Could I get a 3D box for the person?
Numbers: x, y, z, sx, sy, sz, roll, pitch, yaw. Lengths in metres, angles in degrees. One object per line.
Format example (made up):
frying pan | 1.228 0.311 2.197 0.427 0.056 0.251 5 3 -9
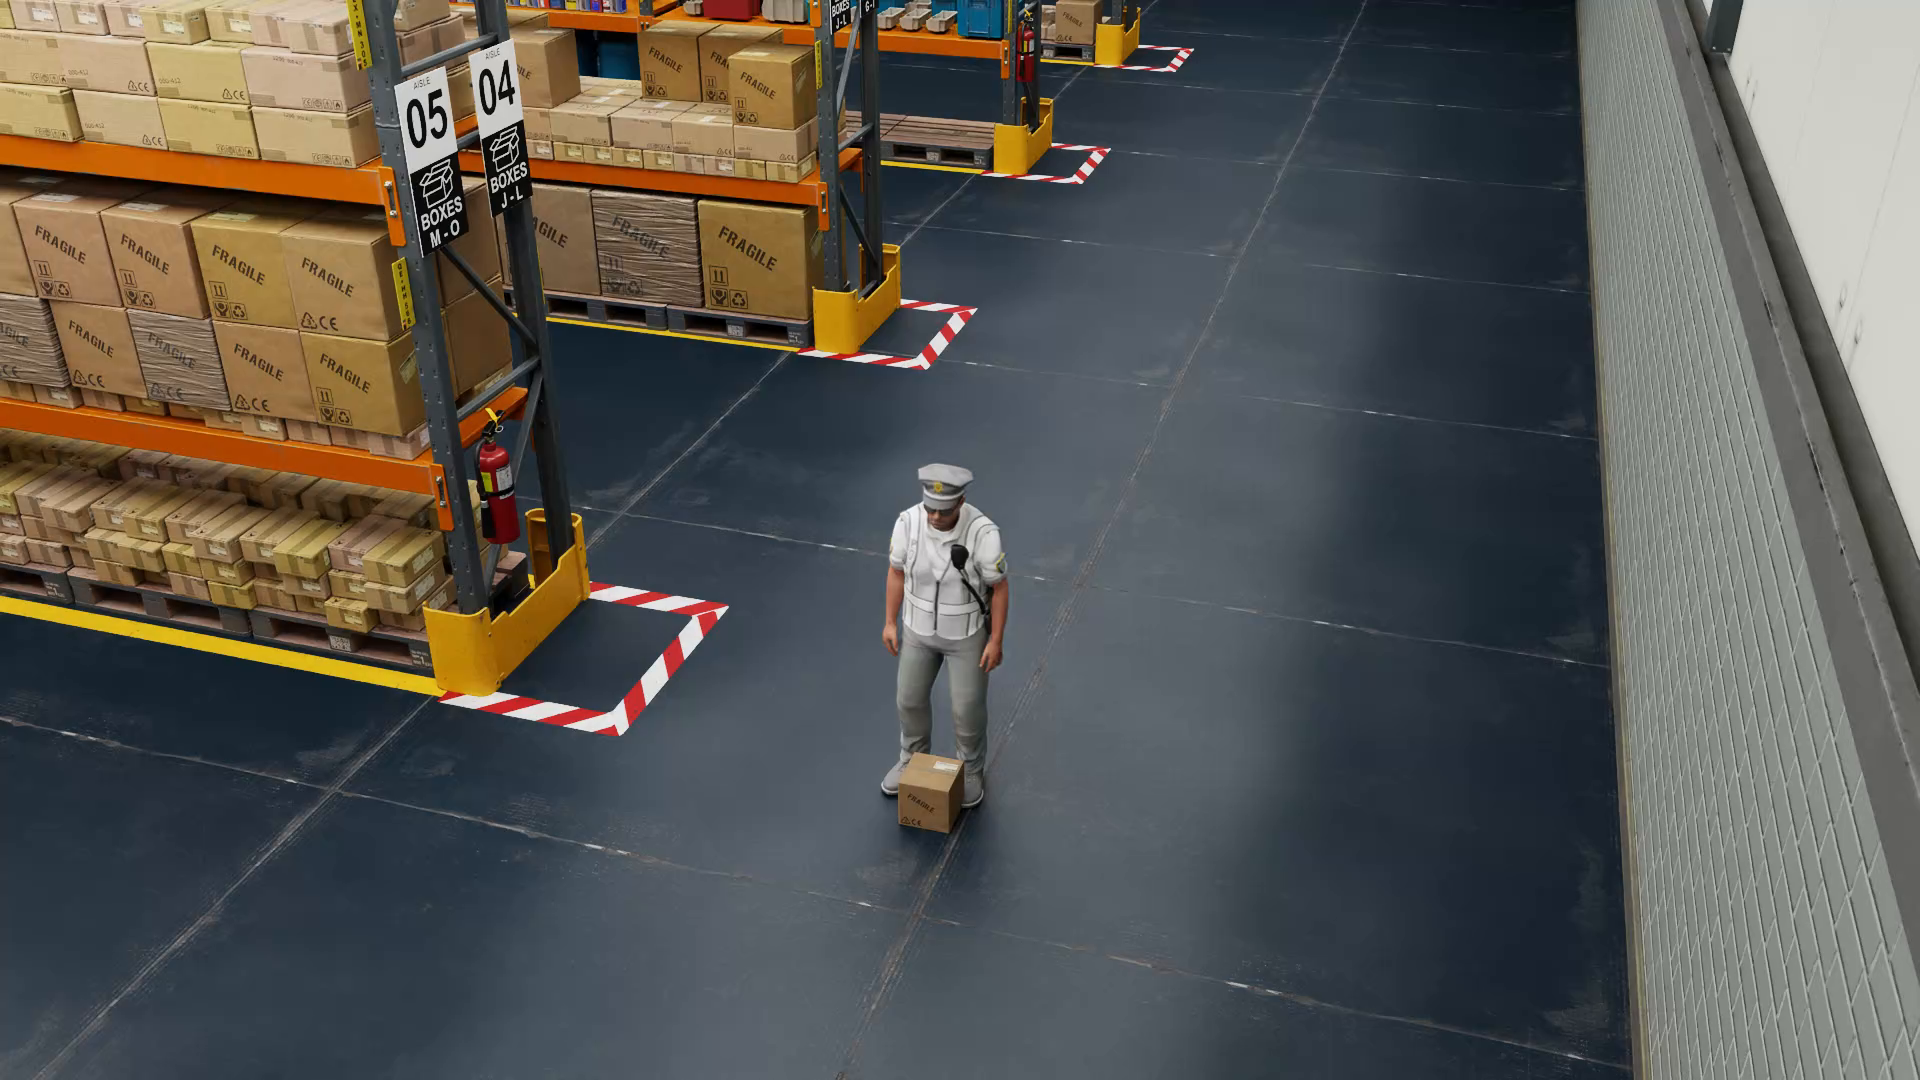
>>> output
person | -0.064 0.414 7.754 0.585 1.749 0.435 9 30 15
